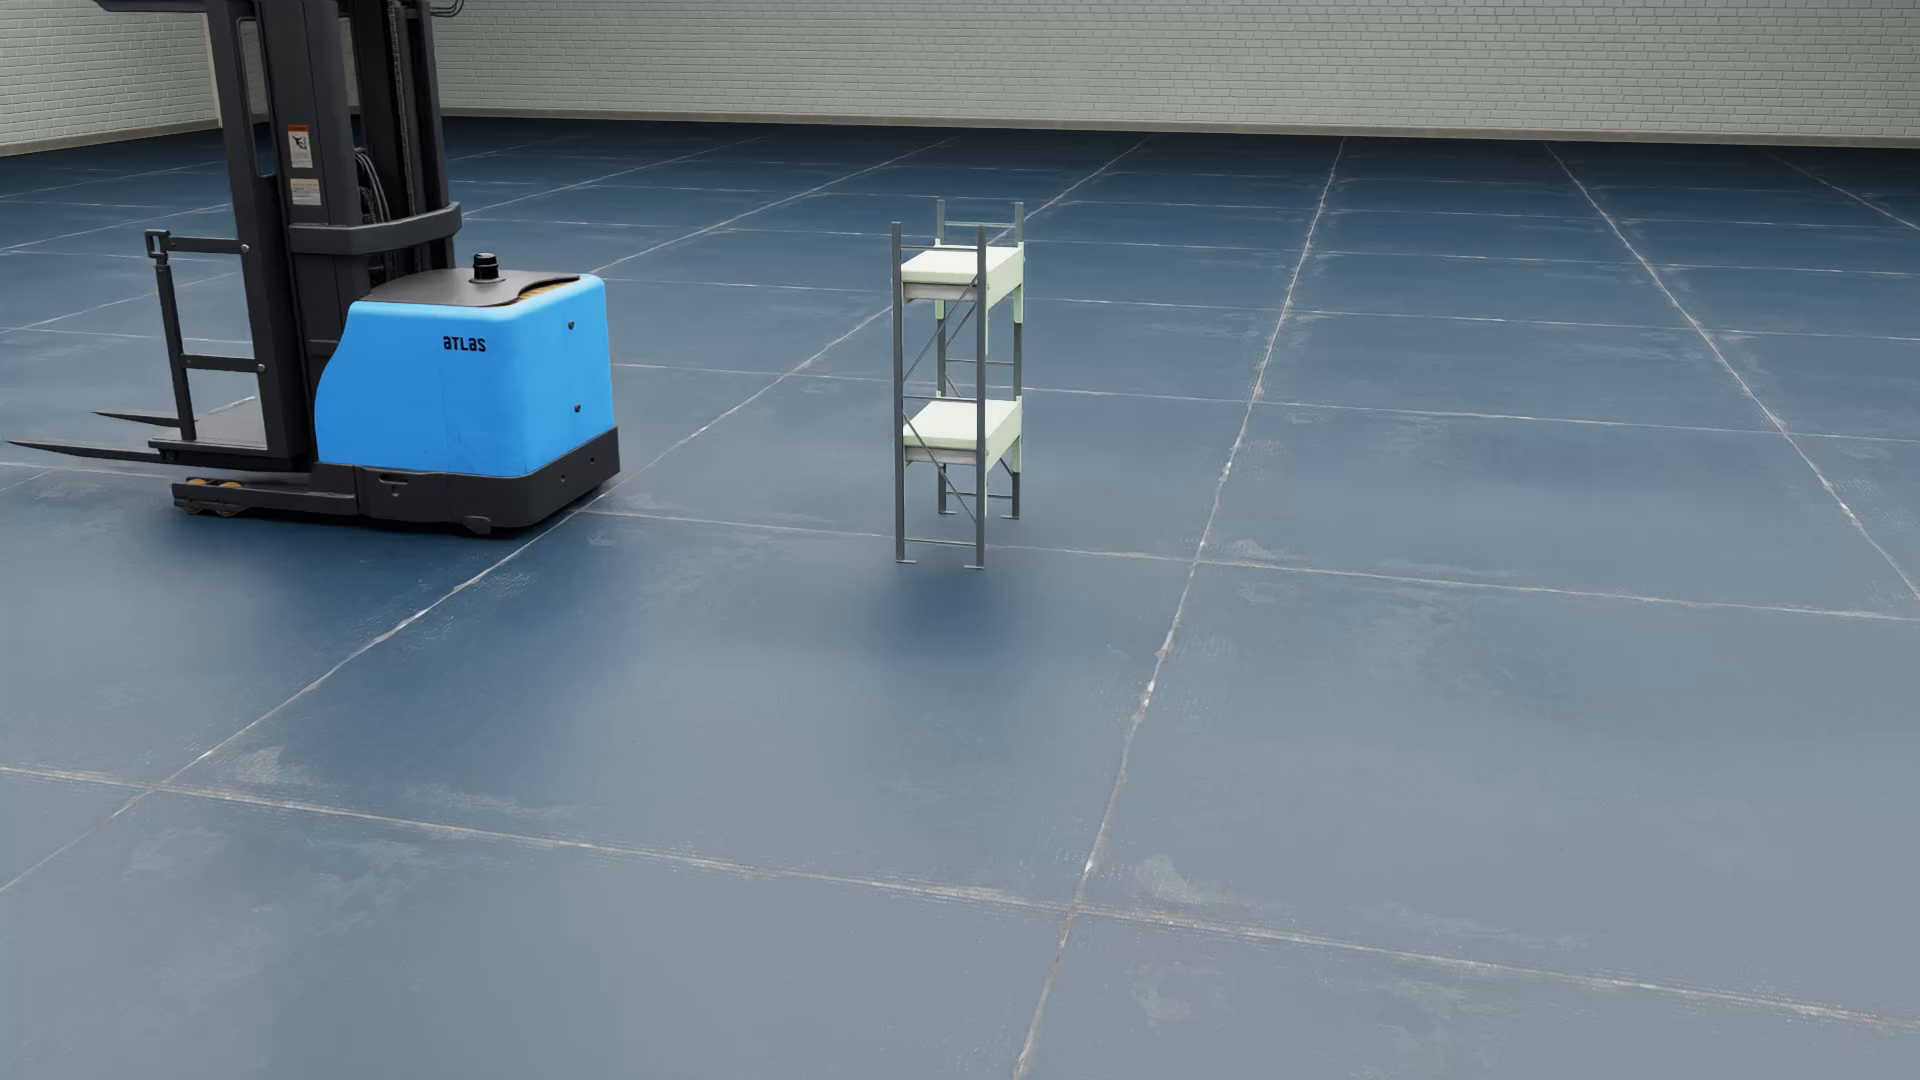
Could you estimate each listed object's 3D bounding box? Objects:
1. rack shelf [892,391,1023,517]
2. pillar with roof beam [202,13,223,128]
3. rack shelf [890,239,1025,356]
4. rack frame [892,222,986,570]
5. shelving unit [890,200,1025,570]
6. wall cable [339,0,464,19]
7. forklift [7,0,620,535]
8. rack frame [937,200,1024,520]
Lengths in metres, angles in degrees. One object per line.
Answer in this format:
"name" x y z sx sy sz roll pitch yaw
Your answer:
"rack shelf" 0.002 -0.403 7.557 0.431 0.370 0.720 5 19 13
"pillar with roof beam" -8.138 -10.911 25.709 9.100 9.000 0.400 5 19 13
"rack shelf" 0.002 -1.081 7.325 0.431 0.370 0.720 5 19 13
"rack frame" -0.088 -0.597 7.115 0.400 1.500 0.023 5 19 13
"shelving unit" 0.002 -0.712 7.451 0.431 1.500 0.755 5 19 13
"wall cable" -10.310 -10.600 29.604 3.097 2.526 0.112 5 19 13
"forklift" -3.310 -1.657 8.004 3.031 2.935 1.130 5 19 14
"rack frame" 0.091 -0.827 7.787 0.400 1.500 0.023 5 19 13
